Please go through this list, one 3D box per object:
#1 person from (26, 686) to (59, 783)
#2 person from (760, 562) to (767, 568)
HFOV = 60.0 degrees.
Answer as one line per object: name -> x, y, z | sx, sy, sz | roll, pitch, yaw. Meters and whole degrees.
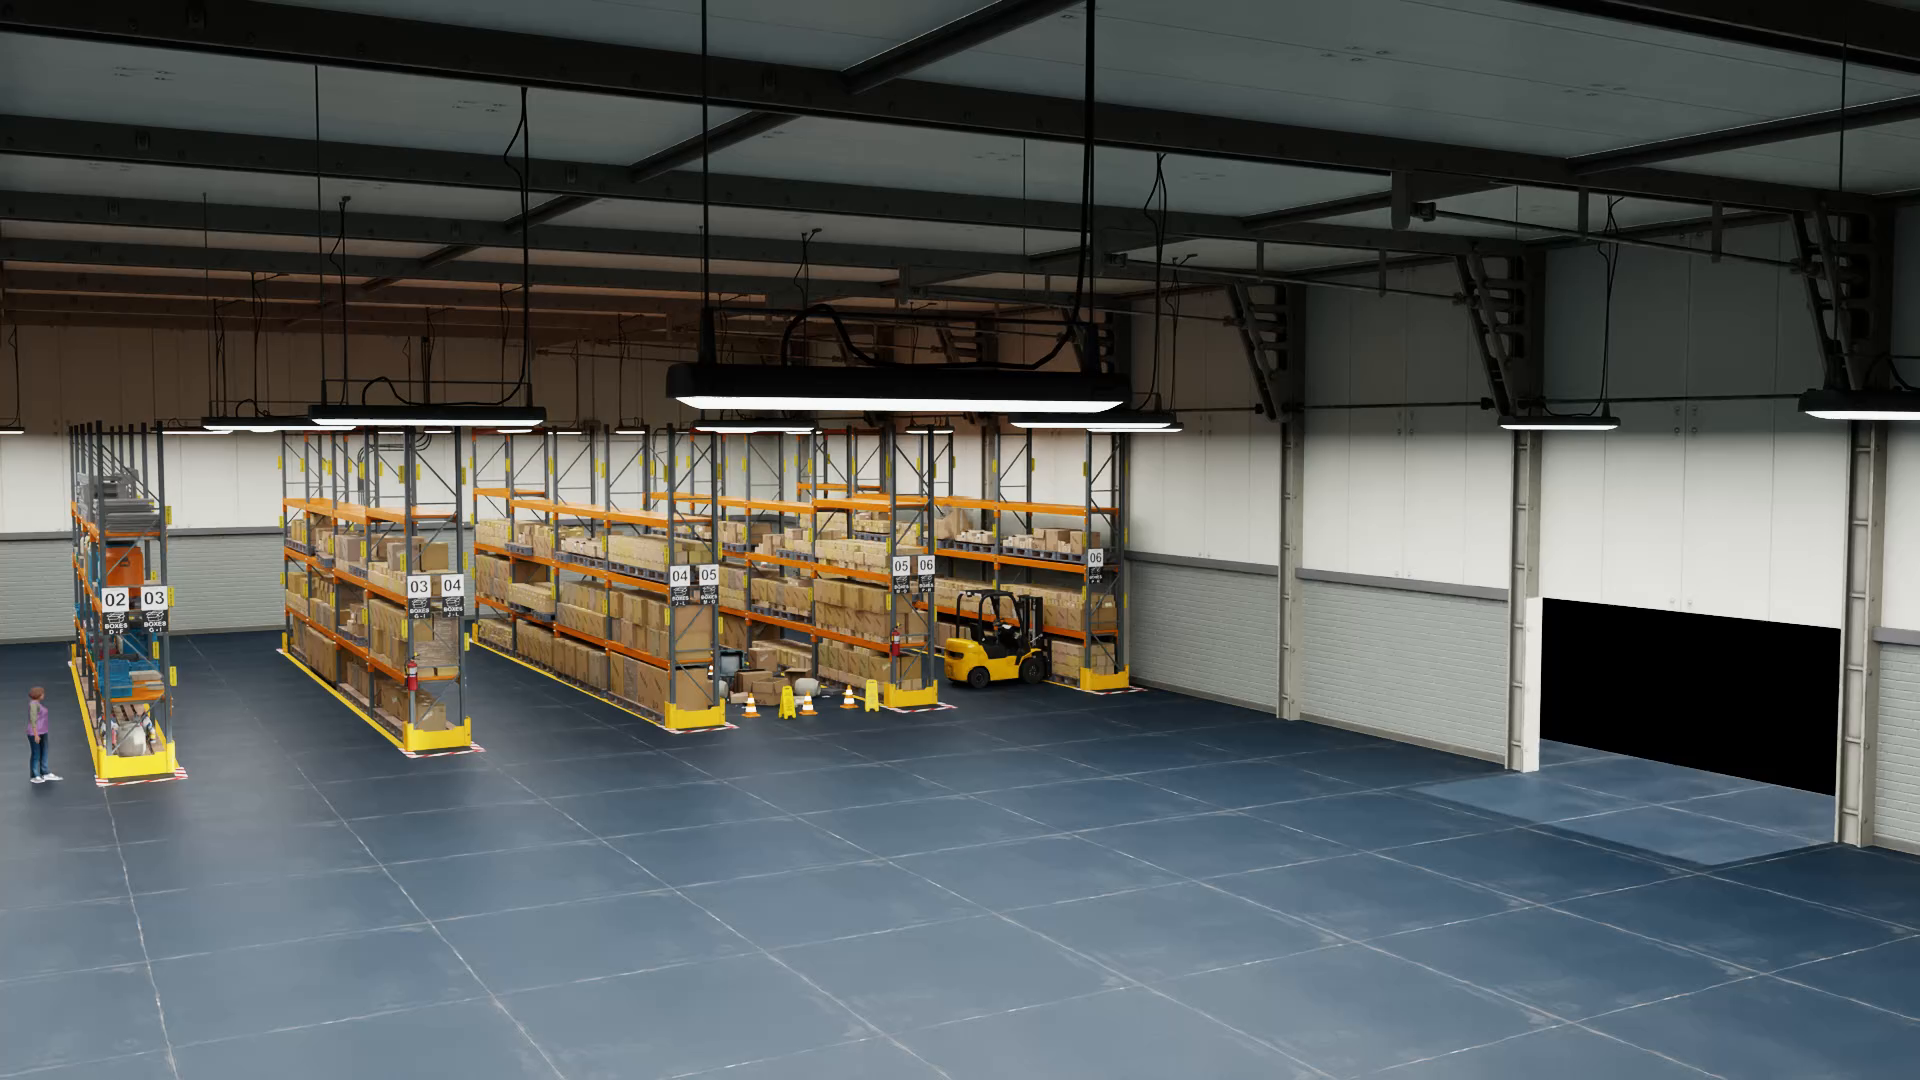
person -> -15.269, 3.224, 27.604 | 0.393, 1.603, 0.474 | 0, 4, -2
person -> -6.280, 1.568, 52.947 | 0.658, 1.786, 0.536 | 0, 4, 4
